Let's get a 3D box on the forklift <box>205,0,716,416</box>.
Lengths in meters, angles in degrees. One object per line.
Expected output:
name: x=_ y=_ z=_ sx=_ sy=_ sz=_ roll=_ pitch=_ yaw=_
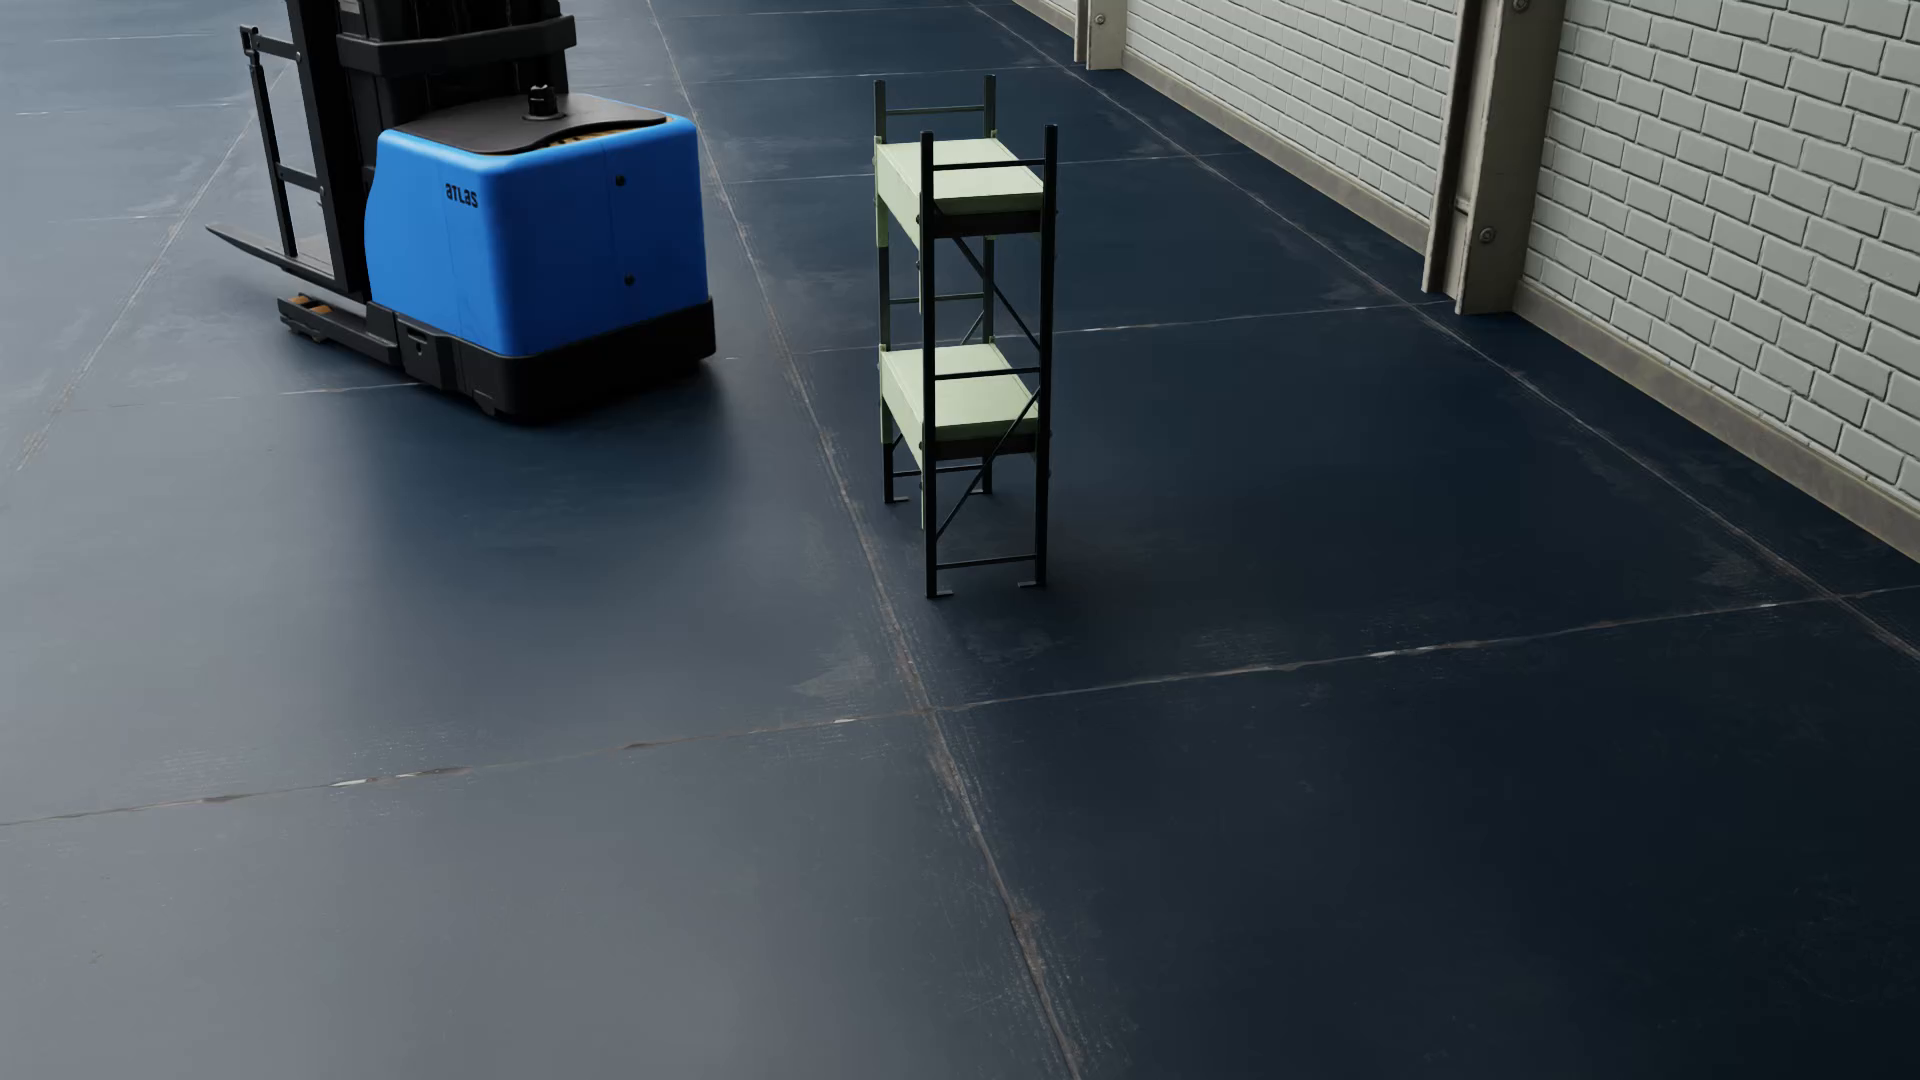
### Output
forklift: x=-2.483 y=-2.353 z=7.159 sx=3.031 sy=2.935 sz=1.130 roll=23 pitch=34 yaw=37

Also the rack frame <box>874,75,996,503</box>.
rack frame: x=-0.081 y=-0.827 z=5.725 sx=0.400 sy=1.500 sz=0.023 roll=-6 pitch=27 yaw=-12

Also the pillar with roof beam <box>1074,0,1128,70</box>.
pillar with roof beam: x=-3.080 y=-7.379 z=10.383 sx=9.100 sy=9.000 sz=0.400 roll=-6 pitch=27 yaw=-12

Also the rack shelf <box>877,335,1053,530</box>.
rack shelf: x=0.002 y=-0.376 z=5.553 sx=0.431 sy=0.370 sz=0.720 roll=-6 pitch=27 yaw=-12

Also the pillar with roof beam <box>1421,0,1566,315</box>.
pillar with roof beam: x=-1.728 y=-4.745 z=5.165 sx=9.100 sy=9.000 sz=0.400 roll=-6 pitch=27 yaw=-12

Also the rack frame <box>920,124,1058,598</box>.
rack frame: x=0.084 y=-0.506 z=5.088 sx=0.400 sy=1.500 sz=0.023 roll=-6 pitch=27 yaw=-12

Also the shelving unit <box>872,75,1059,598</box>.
shelving unit: x=0.002 y=-0.667 z=5.406 sx=0.431 sy=1.500 sz=0.755 roll=-6 pitch=27 yaw=-12

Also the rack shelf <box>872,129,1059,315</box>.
rack shelf: x=0.002 y=-1.015 z=5.230 sx=0.431 sy=0.370 sz=0.720 roll=-6 pitch=27 yaw=-12
